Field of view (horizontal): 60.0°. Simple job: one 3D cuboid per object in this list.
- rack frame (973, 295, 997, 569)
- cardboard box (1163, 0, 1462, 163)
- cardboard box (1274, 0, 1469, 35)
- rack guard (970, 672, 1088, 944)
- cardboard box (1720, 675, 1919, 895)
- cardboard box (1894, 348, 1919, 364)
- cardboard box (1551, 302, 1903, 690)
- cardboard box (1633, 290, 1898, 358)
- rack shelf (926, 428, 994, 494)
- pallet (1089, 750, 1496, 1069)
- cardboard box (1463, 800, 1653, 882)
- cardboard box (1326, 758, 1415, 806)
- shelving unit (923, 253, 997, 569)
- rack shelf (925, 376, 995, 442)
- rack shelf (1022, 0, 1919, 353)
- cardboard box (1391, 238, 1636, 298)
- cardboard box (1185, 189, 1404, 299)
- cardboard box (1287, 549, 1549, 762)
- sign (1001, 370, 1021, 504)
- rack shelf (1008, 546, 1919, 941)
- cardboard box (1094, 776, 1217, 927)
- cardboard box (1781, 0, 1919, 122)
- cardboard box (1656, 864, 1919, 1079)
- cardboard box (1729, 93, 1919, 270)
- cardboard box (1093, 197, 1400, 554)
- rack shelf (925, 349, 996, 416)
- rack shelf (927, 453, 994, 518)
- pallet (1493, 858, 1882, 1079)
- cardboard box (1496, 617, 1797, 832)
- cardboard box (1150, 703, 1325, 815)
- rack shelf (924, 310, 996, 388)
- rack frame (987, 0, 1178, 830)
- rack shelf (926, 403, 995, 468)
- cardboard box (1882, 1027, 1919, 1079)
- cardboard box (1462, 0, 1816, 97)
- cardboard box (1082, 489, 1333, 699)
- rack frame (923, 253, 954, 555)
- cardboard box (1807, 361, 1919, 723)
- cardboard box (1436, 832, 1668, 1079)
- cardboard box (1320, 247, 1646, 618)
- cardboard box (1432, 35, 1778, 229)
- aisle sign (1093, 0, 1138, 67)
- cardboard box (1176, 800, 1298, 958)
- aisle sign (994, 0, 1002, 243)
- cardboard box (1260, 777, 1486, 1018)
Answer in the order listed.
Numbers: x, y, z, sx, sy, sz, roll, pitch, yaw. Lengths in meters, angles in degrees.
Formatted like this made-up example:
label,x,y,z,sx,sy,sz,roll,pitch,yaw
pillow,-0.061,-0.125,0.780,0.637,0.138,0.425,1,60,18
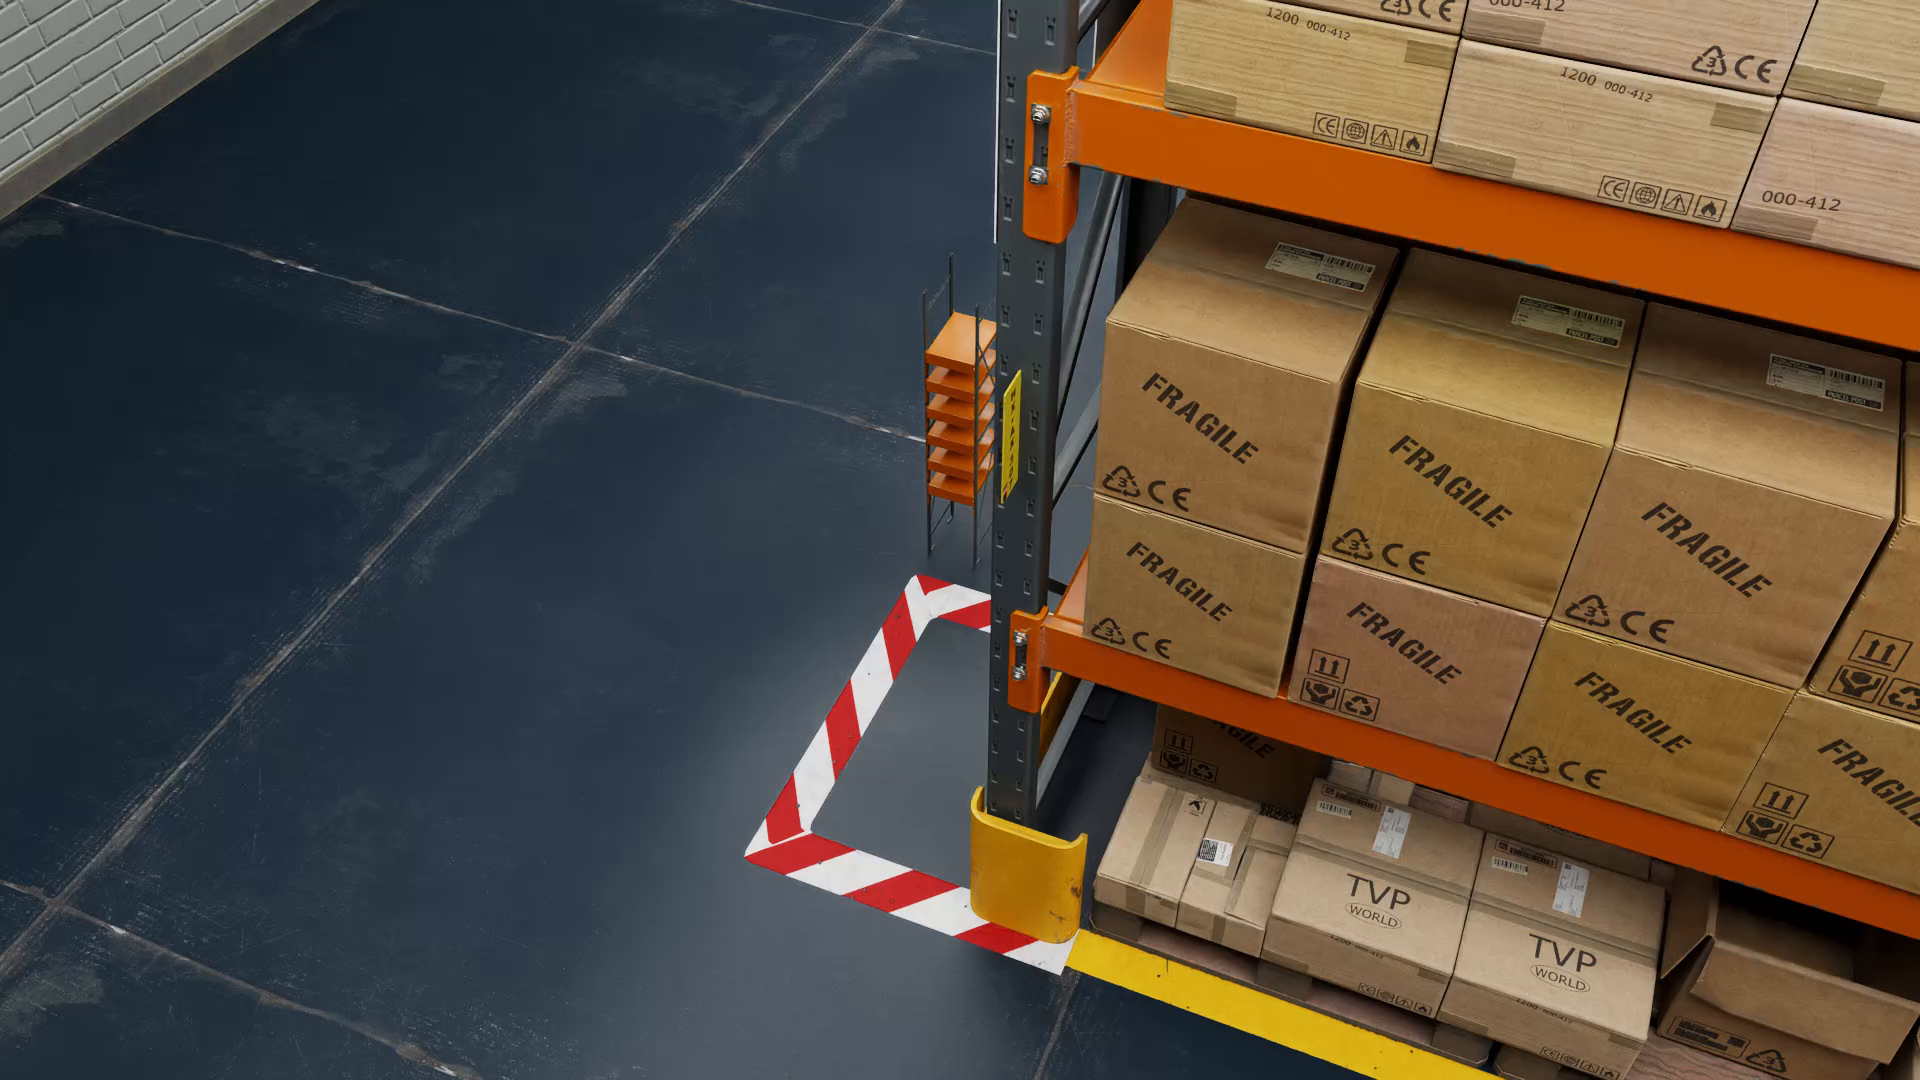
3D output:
label,x,y,z,sx,sy,sz,roll,pitch,yaw
rack frame,0.098,-0.397,5.798,0.006,1.200,0.240,16,47,16
cardboard box,0.701,-0.981,3.089,0.500,0.250,0.500,16,47,16
cardboard box,0.698,-1.155,2.909,0.500,0.250,0.500,16,47,16
rack guard,0.395,0.631,5.262,0.348,0.500,1.175,16,47,16
cardboard box,2.034,0.392,3.658,0.500,0.500,0.500,17,47,16
cardboard box,2.262,-0.310,3.655,0.500,0.500,0.500,18,48,17
cardboard box,1.578,-0.098,3.442,0.500,0.500,0.500,17,47,16
cardboard box,1.788,-0.450,3.796,0.500,0.500,0.500,18,47,17
rack shelf,0.013,-0.305,5.939,0.180,0.103,0.258,16,47,16
pallet,1.131,0.949,5.147,1.213,0.211,1.003,16,47,16
cardboard box,1.786,0.807,4.949,0.500,0.250,0.500,16,47,16
cardboard box,1.260,0.728,5.088,0.250,0.166,0.380,16,47,16
shelving unit,0.013,-0.421,5.823,0.189,1.200,0.258,16,47,16
rack shelf,0.013,-0.475,5.770,0.180,0.103,0.258,16,47,16
rack shelf,2.170,-0.541,3.051,4.000,0.370,1.077,16,47,16
cardboard box,1.308,-0.588,3.934,0.500,0.500,0.500,18,47,17
cardboard box,0.841,-0.724,4.071,0.500,0.500,0.500,16,47,15
cardboard box,1.111,0.117,3.935,0.500,0.500,0.500,16,47,15
sign,0.116,-0.230,3.741,0.005,0.325,0.100,16,47,16
rack shelf,2.170,0.522,4.109,4.000,0.370,1.077,16,47,16
cardboard box,0.579,0.916,4.912,0.250,0.149,0.380,16,47,16
cardboard box,1.621,-0.883,2.636,0.500,0.250,0.500,16,47,16
cardboard box,2.280,1.032,4.544,0.637,0.503,0.797,16,47,16
cardboard box,1.619,-0.703,2.809,0.500,0.250,0.500,16,47,16
cardboard box,0.633,-0.374,3.719,0.500,0.500,0.500,18,48,17
rack shelf,0.013,-0.560,5.685,0.180,0.103,0.258,16,47,16
rack shelf,0.013,-0.220,6.023,0.180,0.103,0.258,16,47,16
pallet,2.253,1.281,4.813,1.213,0.211,1.003,16,47,16
cardboard box,1.573,0.255,3.796,0.500,0.500,0.500,16,47,16
cardboard box,0.921,0.441,5.140,0.500,0.500,0.500,16,47,16
rack shelf,0.013,-0.645,5.600,0.180,0.103,0.258,16,47,16
rack frame,0.325,-0.276,4.401,0.127,3.000,1.000,16,47,16
rack shelf,0.013,-0.390,5.854,0.180,0.103,0.258,16,47,16
cardboard box,2.689,1.433,4.277,0.500,0.311,0.500,16,47,16
cardboard box,1.157,-1.014,2.768,0.500,0.250,0.500,16,47,16
cardboard box,0.633,-0.020,4.072,0.500,0.500,0.500,17,47,17
rack frame,-0.071,-0.446,5.848,0.006,1.200,0.240,16,47,16
cardboard box,2.047,0.039,3.304,0.500,0.500,0.500,16,47,15
cardboard box,1.640,1.146,4.609,0.500,0.250,0.500,16,47,16
cardboard box,1.118,-0.237,3.582,0.500,0.500,0.500,17,47,16
cardboard box,1.157,-0.837,2.944,0.500,0.250,0.500,16,47,16
aisle sign,0.380,-1.416,3.703,0.004,0.787,0.394,16,47,16
cardboard box,0.809,0.977,4.838,0.250,0.166,0.380,16,47,16
aisle sign,0.149,-1.025,3.311,0.004,0.787,0.394,16,47,16
cardboard box,1.179,1.011,4.745,0.500,0.250,0.500,16,47,16
